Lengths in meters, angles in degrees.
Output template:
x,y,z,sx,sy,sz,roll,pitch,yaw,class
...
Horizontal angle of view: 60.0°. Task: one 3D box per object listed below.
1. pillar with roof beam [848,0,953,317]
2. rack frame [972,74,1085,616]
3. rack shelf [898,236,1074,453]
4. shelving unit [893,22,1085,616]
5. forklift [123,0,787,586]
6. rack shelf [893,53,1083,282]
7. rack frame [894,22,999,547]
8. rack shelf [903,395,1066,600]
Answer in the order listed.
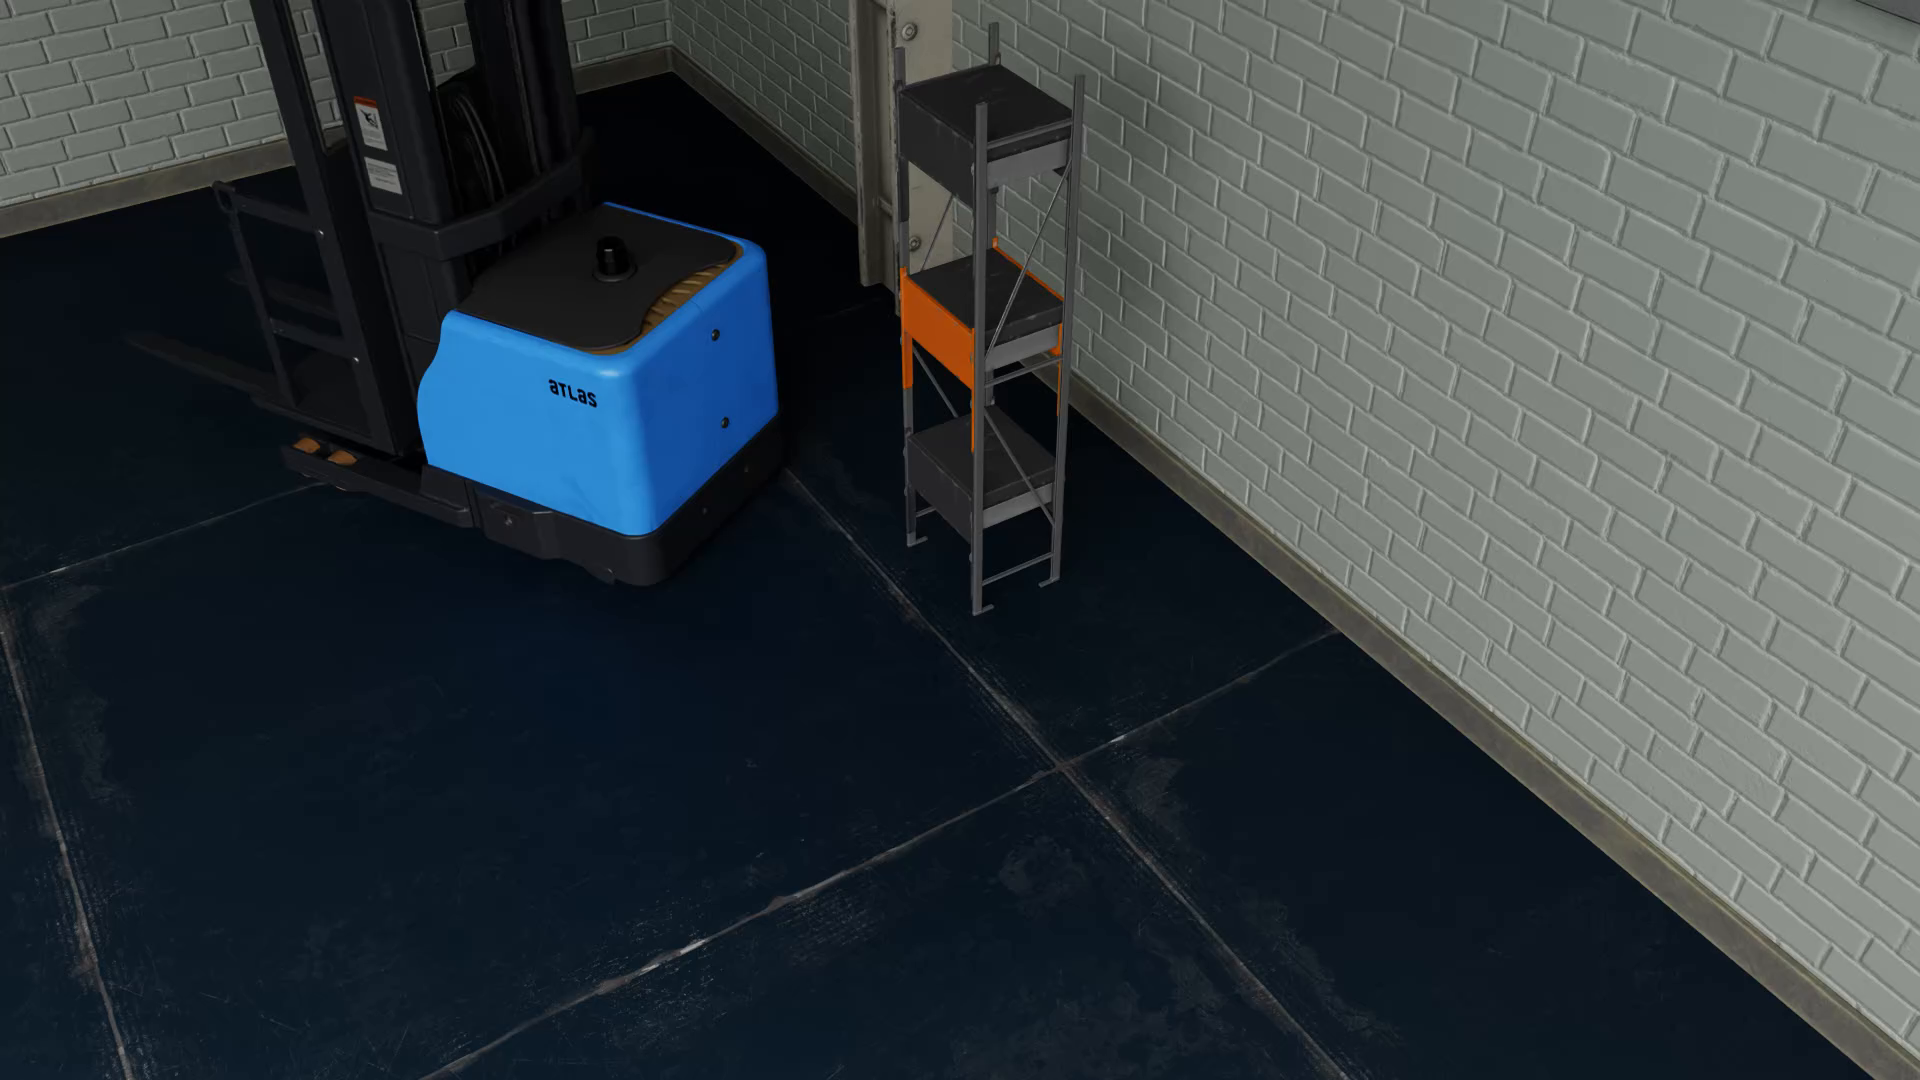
x,y,z,sx,sy,sz,roll,pitch,yaw,class
-3.894,-3.209,3.572,9.100,9.000,0.400,-22,45,-24,pillar with roof beam
0.220,-0.586,5.813,0.400,2.100,0.015,-22,45,-24,rack frame
0.089,-0.707,5.979,0.431,0.518,0.480,-22,45,-24,rack shelf
0.089,-0.717,5.971,0.431,2.100,0.503,-22,45,-24,shelving unit
-2.285,-1.614,6.397,3.031,2.935,1.130,18,43,21,forklift
0.089,-1.245,5.531,0.431,0.518,0.480,-22,45,-24,rack shelf
-0.042,-0.849,6.129,0.400,2.100,0.015,-22,45,-24,rack frame
0.089,-0.169,6.427,0.431,0.518,0.480,-22,45,-24,rack shelf
